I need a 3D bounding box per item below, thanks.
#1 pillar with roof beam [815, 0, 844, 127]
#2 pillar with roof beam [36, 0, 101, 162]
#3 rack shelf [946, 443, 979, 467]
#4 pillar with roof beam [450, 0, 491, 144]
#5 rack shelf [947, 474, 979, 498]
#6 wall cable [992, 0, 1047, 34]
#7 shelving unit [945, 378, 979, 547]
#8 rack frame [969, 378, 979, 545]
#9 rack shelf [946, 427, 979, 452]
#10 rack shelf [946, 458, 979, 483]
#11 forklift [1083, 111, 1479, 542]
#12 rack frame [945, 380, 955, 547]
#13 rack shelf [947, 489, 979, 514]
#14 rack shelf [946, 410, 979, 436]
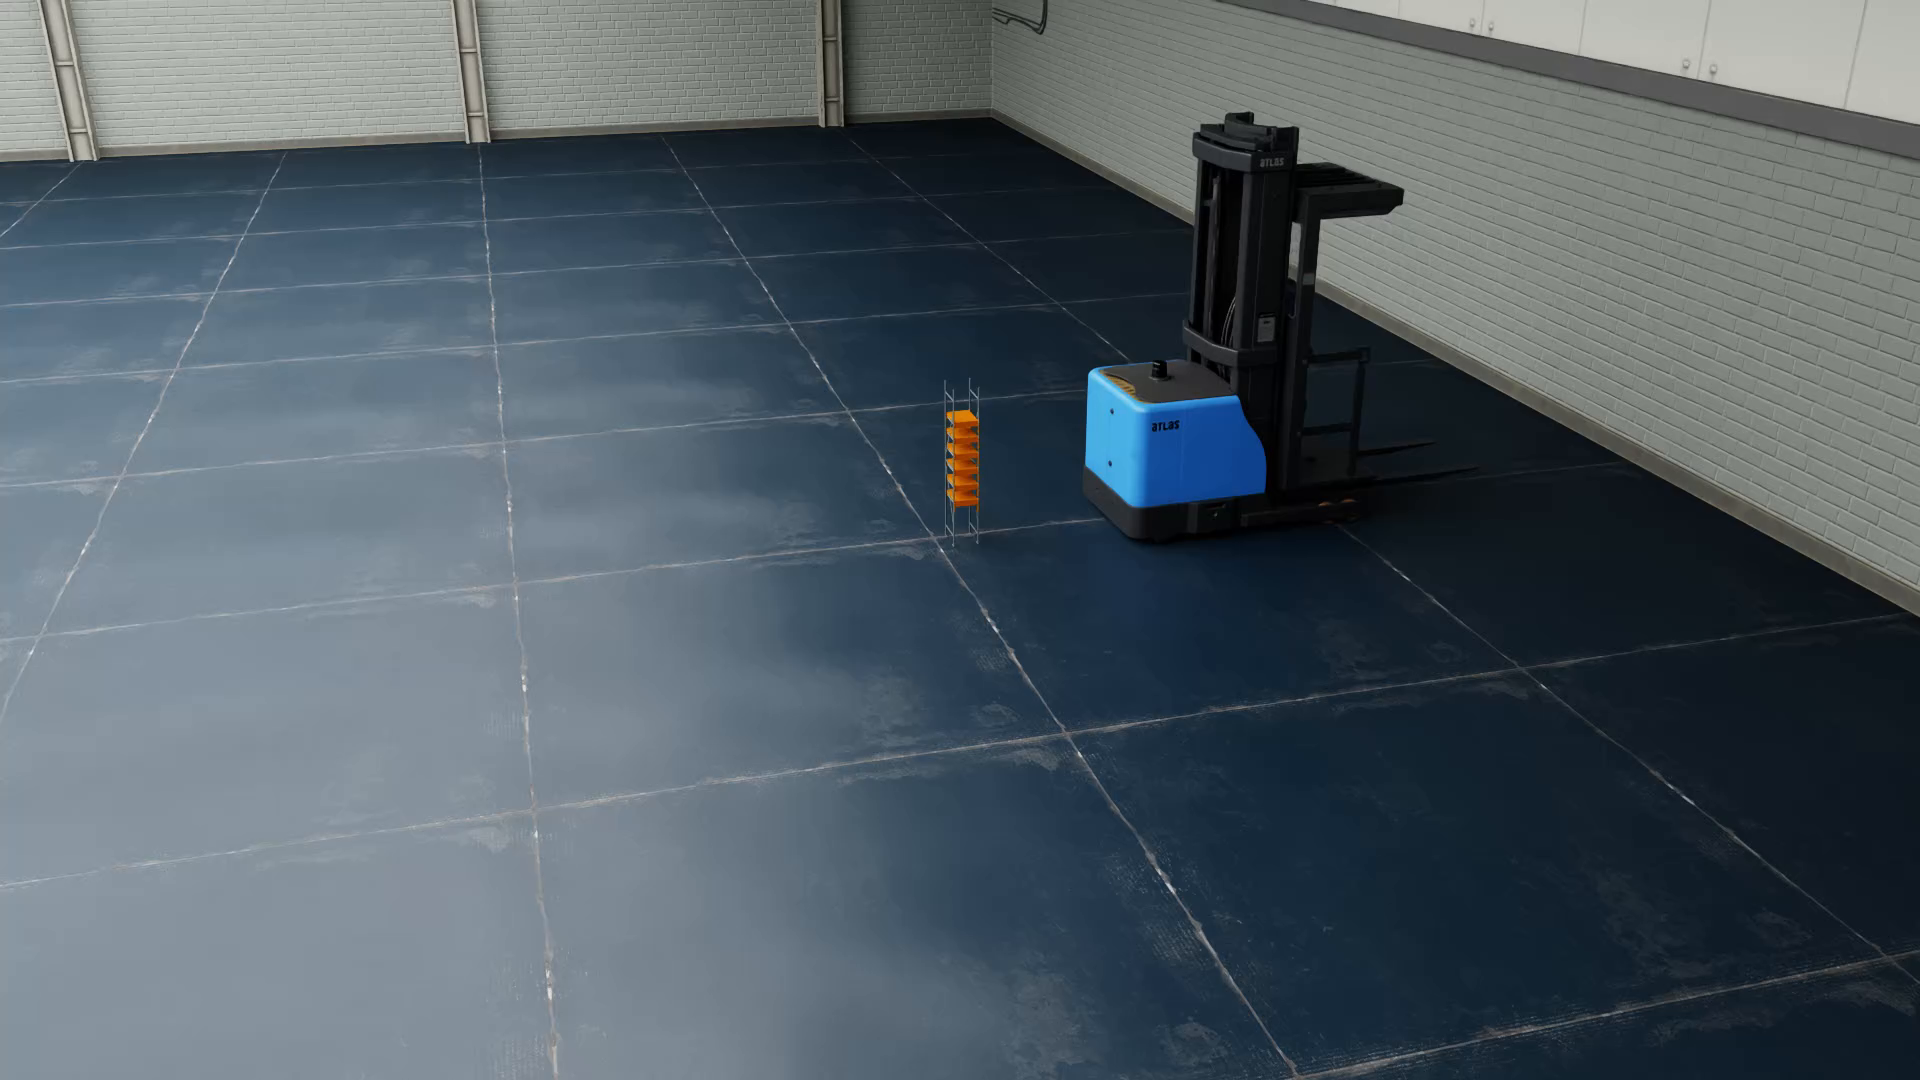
[{"bbox_3d":[-1.096,-9.793,23.661,0.400,9.000,9.100,-6,24,-14],"label":"pillar with roof beam"},{"bbox_3d":[-12.650,-8.515,20.682,0.400,9.000,9.100,-6,24,-14],"label":"pillar with roof beam"},{"bbox_3d":[0.014,-0.622,11.987,0.180,0.103,0.258,-6,24,-14],"label":"rack shelf"},{"bbox_3d":[-6.873,-9.154,22.171,0.400,9.000,9.100,-6,24,-14],"label":"pillar with roof beam"},{"bbox_3d":[0.014,-0.402,12.082,0.180,0.103,0.258,-6,24,-14],"label":"rack shelf"},{"bbox_3d":[0.934,-9.812,27.643,0.112,2.526,3.097,-6,24,-14],"label":"wall cable"},{"bbox_3d":[0.014,-0.553,12.017,0.189,1.200,0.258,-6,24,-14],"label":"shelving unit"},{"bbox_3d":[0.102,-0.563,12.040,0.006,1.200,0.240,-6,24,-14],"label":"rack frame"},{"bbox_3d":[0.014,-0.733,11.940,0.180,0.103,0.258,-6,24,-14],"label":"rack shelf"},{"bbox_3d":[0.014,-0.512,12.035,0.180,0.103,0.258,-6,24,-14],"label":"rack shelf"},{"bbox_3d":[2.527,-1.657,12.395,3.031,2.935,1.130,-7,24,-16],"label":"forklift"},{"bbox_3d":[-0.074,-0.543,11.994,0.006,1.200,0.240,-6,24,-14],"label":"rack frame"},{"bbox_3d":[0.014,-0.292,12.129,0.180,0.103,0.258,-6,24,-14],"label":"rack shelf"},{"bbox_3d":[0.014,-0.843,11.893,0.180,0.103,0.258,-6,24,-14],"label":"rack shelf"}]
